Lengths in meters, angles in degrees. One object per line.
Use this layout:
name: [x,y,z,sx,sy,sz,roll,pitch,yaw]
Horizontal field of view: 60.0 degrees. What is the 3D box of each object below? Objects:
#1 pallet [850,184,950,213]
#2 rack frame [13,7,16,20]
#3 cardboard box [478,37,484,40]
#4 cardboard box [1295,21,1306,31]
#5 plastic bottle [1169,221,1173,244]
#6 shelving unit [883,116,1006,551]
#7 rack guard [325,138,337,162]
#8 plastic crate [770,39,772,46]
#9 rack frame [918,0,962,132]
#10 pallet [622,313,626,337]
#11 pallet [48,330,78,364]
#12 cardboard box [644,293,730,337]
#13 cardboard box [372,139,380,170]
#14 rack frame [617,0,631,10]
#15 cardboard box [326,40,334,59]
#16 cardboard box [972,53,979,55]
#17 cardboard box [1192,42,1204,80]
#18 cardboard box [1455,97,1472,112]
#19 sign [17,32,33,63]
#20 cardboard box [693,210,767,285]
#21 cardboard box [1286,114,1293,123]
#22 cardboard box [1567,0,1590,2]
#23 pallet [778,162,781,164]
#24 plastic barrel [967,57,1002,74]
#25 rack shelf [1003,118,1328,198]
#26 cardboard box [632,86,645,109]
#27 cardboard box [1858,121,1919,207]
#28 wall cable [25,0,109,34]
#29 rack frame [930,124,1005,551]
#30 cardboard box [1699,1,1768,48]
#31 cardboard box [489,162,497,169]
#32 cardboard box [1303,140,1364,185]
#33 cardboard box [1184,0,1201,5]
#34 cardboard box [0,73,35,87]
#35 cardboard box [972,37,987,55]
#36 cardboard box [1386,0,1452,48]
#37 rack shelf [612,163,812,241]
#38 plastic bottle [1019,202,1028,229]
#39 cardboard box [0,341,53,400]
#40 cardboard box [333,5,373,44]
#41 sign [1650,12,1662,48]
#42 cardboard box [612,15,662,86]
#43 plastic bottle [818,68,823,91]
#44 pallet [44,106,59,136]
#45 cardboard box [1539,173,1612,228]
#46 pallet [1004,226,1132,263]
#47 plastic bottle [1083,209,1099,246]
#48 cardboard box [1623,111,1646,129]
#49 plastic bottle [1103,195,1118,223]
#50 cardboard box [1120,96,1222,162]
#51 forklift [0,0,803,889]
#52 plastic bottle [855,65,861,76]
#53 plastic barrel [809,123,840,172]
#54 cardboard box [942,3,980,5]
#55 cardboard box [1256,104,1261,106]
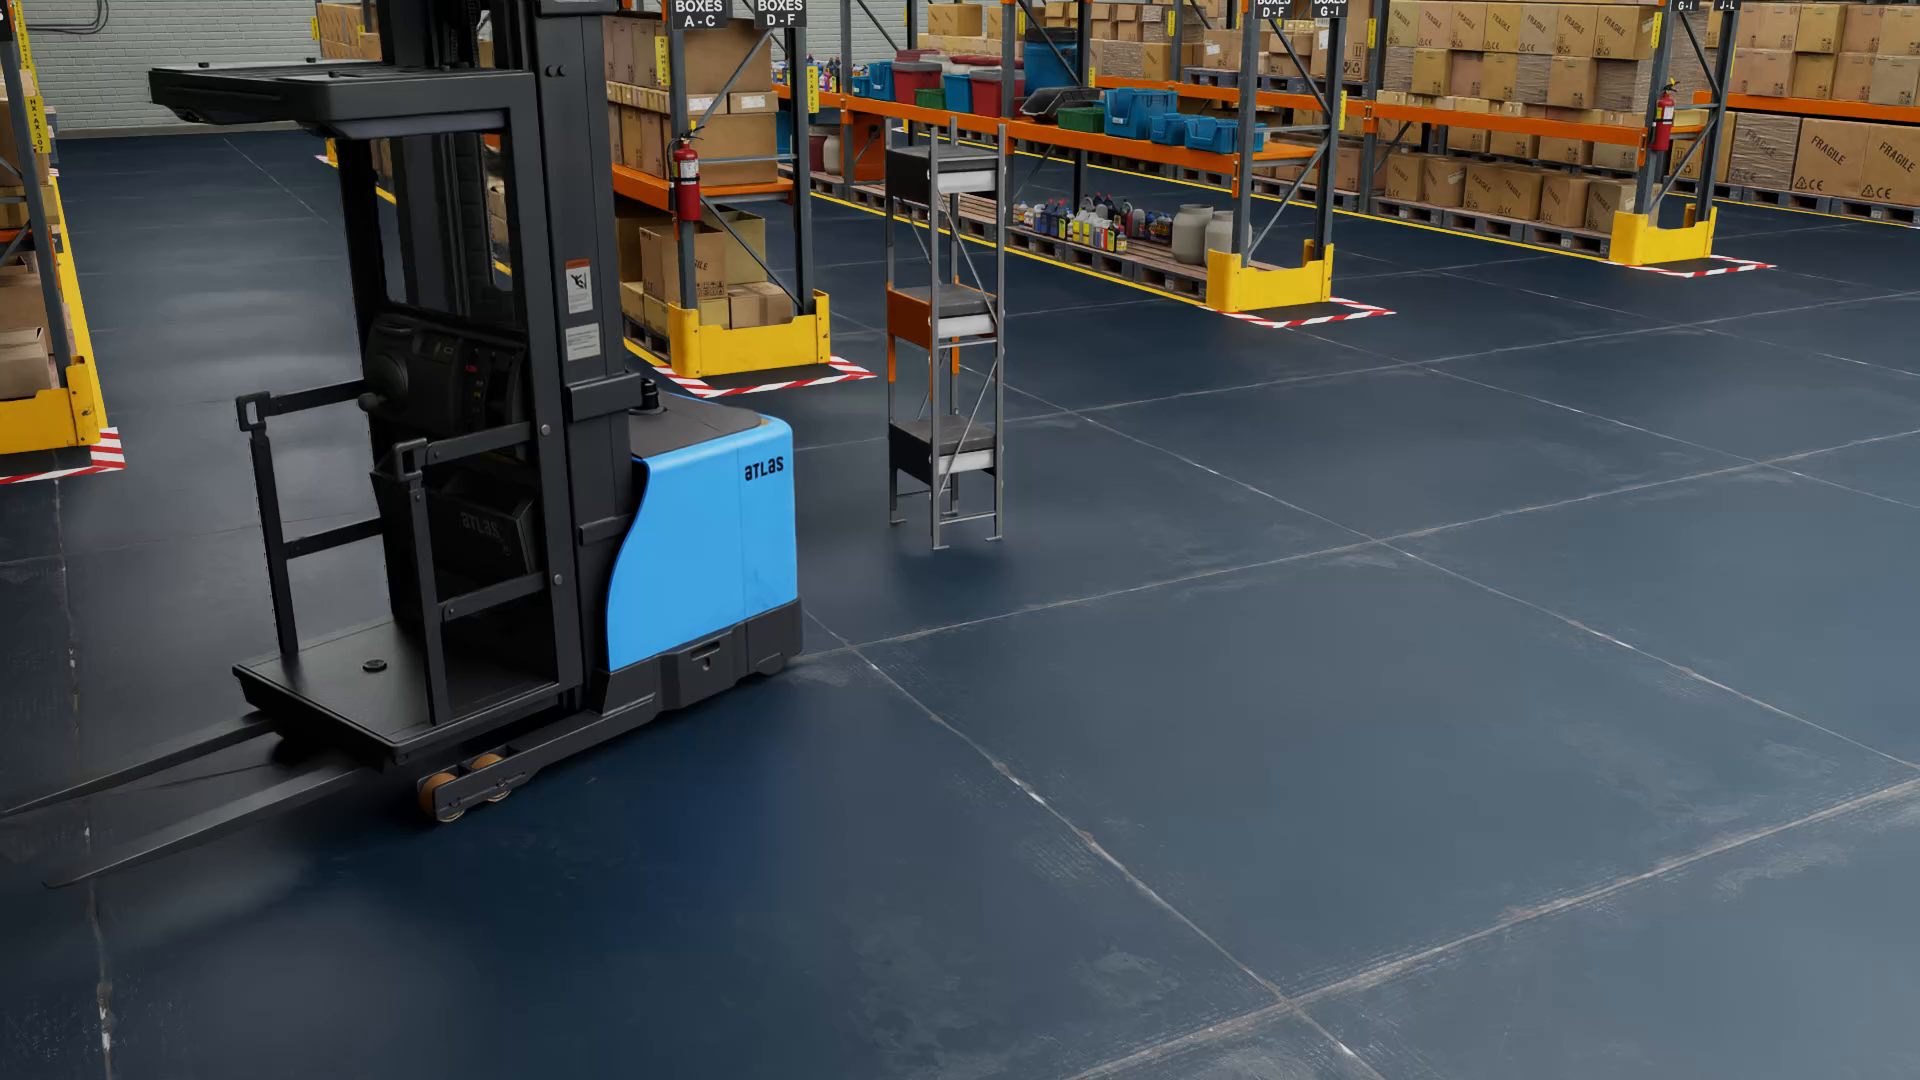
pallet: [-0.667,-4.242,20.601,1.003,0.211,1.213,-10,21,-27]
rack frame: [-13.518,-6.551,23.017,1.000,3.000,0.127,-10,21,-27]
cardboard box: [-6.026,-5.724,19.823,0.700,0.500,0.500,-6,20,-16]
cardboard box: [5.792,-8.541,27.614,0.380,0.149,0.250,-9,21,-25]
plastic bottle: [2.121,-3.053,16.369,0.061,0.283,0.133,-10,21,-26]
shelving unit: [-0.079,-1.040,8.427,0.431,2.100,0.503,-10,21,-27]
rack guard: [-9.124,-6.116,25.588,1.175,0.500,0.348,-10,21,-27]
plastic crate: [-3.103,-7.291,24.971,0.402,0.464,0.583,-10,21,-27]
rack frame: [-0.440,-8.852,29.687,1.000,3.000,0.127,-10,21,-27]
pallet: [-2.538,-1.971,14.018,1.003,0.211,1.213,-10,21,-27]
pallet: [-6.886,-1.250,11.929,1.003,0.211,1.213,-10,21,-27]
cardboard box: [-2.077,-1.733,12.626,0.500,0.250,0.500,-10,21,-27]
cardboard box: [-7.781,-5.317,22.598,0.500,0.500,0.500,-10,21,-27]
rack frame: [-3.462,-3.874,15.260,1.000,3.000,0.127,-10,21,-27]
cardboard box: [-8.932,-7.051,24.313,0.500,0.500,0.500,-10,22,-27]
cardboard box: [0.416,-7.991,27.576,0.380,0.149,0.250,-10,22,-28]
cardboard box: [3.367,-6.785,23.542,0.500,0.500,0.500,-9,21,-25]
cardboard box: [5.711,-4.825,18.402,0.380,0.149,0.250,-10,21,-27]
sign: [-9.246,-4.851,16.437,0.100,0.325,0.005,-10,21,-27]
cardboard box: [-1.860,-2.311,13.151,0.500,0.500,0.500,-10,21,-27]
cardboard box: [5.982,-7.448,29.345,0.380,0.149,0.250,-11,22,-29]
cardboard box: [10.890,-9.155,28.877,0.500,0.500,0.500,-10,22,-28]
pallet: [-2.570,-5.391,23.930,1.003,0.211,1.213,-10,21,-27]
plastic barrel: [0.290,-5.224,18.963,0.433,0.535,0.433,0,19,0]
rack shelf: [1.849,-3.726,15.934,1.077,0.370,4.000,-10,21,-27]
cardboard box: [-2.276,-3.381,12.683,0.380,0.149,0.250,-10,21,-26]
cardboard box: [11.190,-4.377,19.331,0.875,0.875,0.875,-10,21,-26]
wall cable: [-15.889,-9.598,27.410,3.097,2.526,0.112,-10,21,-27]
rack frame: [0.037,-0.970,8.224,0.400,2.100,0.015,-10,21,-27]
cardboard box: [9.816,-6.617,21.323,0.875,0.550,0.550,-10,21,-27]
cardboard box: [-5.371,-3.990,18.309,0.500,0.311,0.500,-9,21,-25]
cardboard box: [4.776,-4.753,20.966,0.700,0.500,0.500,-10,21,-27]
cardboard box: [4.425,-9.785,30.249,0.500,0.500,0.500,-11,22,-28]
cardboard box: [-7.081,-3.169,12.265,0.500,0.500,0.500,-10,21,-27]
cardboard box: [0.528,-8.155,27.439,0.500,0.250,0.500,-10,21,-26]
cardboard box: [5.248,-5.899,18.987,0.500,0.500,0.500,-10,21,-27]
rack shelf: [-2.512,-2.960,13.714,1.077,0.370,4.000,-10,21,-27]
plastic bottle: [0.665,-3.399,17.392,0.097,0.271,0.097,0,19,0]
cardboard box: [-6.170,-1.107,10.689,0.500,0.311,0.500,-13,23,-33]
cardboard box: [-8.451,-7.232,23.304,0.500,0.500,0.500,-10,22,-27]
sign: [6.660,-4.876,15.903,0.100,0.325,0.005,-10,21,-27]
cardboard box: [-2.293,-3.832,12.997,0.700,0.500,0.500,-10,21,-26]
plastic bottle: [-1.809,-5.936,21.432,0.097,0.271,0.097,0,19,0]
pallet: [-9.287,-3.975,15.847,1.213,0.211,1.003,-10,21,-27]
cardboard box: [6.562,-3.624,17.724,0.500,0.500,0.500,-4,20,-12]
pallet: [1.181,-3.123,17.358,1.003,0.211,1.213,-10,21,-27]
plastic bottle: [1.297,-3.070,16.318,0.144,0.351,0.185,-9,21,-24]
cardboard box: [6.841,-4.190,16.562,0.380,0.149,0.250,-10,21,-27]
plastic bottle: [1.550,-3.401,17.275,0.144,0.351,0.185,-11,22,-29]
cardboard box: [3.049,-5.951,23.893,1.225,0.875,0.875,-11,22,-29]
forklift: [-1.996,-0.588,5.843,1.130,2.935,3.031,15,24,37]
plastic bottle: [-1.345,-6.177,22.131,0.097,0.271,0.097,0,19,0]
plastic barrel: [-1.784,-5.309,22.472,0.600,0.588,0.708,-10,21,-27]
cardboard box: [0.022,-9.177,29.253,0.500,0.500,0.500,-10,21,-26]
cardboard box: [5.318,-7.704,29.175,0.380,0.149,0.250,-10,21,-26]
